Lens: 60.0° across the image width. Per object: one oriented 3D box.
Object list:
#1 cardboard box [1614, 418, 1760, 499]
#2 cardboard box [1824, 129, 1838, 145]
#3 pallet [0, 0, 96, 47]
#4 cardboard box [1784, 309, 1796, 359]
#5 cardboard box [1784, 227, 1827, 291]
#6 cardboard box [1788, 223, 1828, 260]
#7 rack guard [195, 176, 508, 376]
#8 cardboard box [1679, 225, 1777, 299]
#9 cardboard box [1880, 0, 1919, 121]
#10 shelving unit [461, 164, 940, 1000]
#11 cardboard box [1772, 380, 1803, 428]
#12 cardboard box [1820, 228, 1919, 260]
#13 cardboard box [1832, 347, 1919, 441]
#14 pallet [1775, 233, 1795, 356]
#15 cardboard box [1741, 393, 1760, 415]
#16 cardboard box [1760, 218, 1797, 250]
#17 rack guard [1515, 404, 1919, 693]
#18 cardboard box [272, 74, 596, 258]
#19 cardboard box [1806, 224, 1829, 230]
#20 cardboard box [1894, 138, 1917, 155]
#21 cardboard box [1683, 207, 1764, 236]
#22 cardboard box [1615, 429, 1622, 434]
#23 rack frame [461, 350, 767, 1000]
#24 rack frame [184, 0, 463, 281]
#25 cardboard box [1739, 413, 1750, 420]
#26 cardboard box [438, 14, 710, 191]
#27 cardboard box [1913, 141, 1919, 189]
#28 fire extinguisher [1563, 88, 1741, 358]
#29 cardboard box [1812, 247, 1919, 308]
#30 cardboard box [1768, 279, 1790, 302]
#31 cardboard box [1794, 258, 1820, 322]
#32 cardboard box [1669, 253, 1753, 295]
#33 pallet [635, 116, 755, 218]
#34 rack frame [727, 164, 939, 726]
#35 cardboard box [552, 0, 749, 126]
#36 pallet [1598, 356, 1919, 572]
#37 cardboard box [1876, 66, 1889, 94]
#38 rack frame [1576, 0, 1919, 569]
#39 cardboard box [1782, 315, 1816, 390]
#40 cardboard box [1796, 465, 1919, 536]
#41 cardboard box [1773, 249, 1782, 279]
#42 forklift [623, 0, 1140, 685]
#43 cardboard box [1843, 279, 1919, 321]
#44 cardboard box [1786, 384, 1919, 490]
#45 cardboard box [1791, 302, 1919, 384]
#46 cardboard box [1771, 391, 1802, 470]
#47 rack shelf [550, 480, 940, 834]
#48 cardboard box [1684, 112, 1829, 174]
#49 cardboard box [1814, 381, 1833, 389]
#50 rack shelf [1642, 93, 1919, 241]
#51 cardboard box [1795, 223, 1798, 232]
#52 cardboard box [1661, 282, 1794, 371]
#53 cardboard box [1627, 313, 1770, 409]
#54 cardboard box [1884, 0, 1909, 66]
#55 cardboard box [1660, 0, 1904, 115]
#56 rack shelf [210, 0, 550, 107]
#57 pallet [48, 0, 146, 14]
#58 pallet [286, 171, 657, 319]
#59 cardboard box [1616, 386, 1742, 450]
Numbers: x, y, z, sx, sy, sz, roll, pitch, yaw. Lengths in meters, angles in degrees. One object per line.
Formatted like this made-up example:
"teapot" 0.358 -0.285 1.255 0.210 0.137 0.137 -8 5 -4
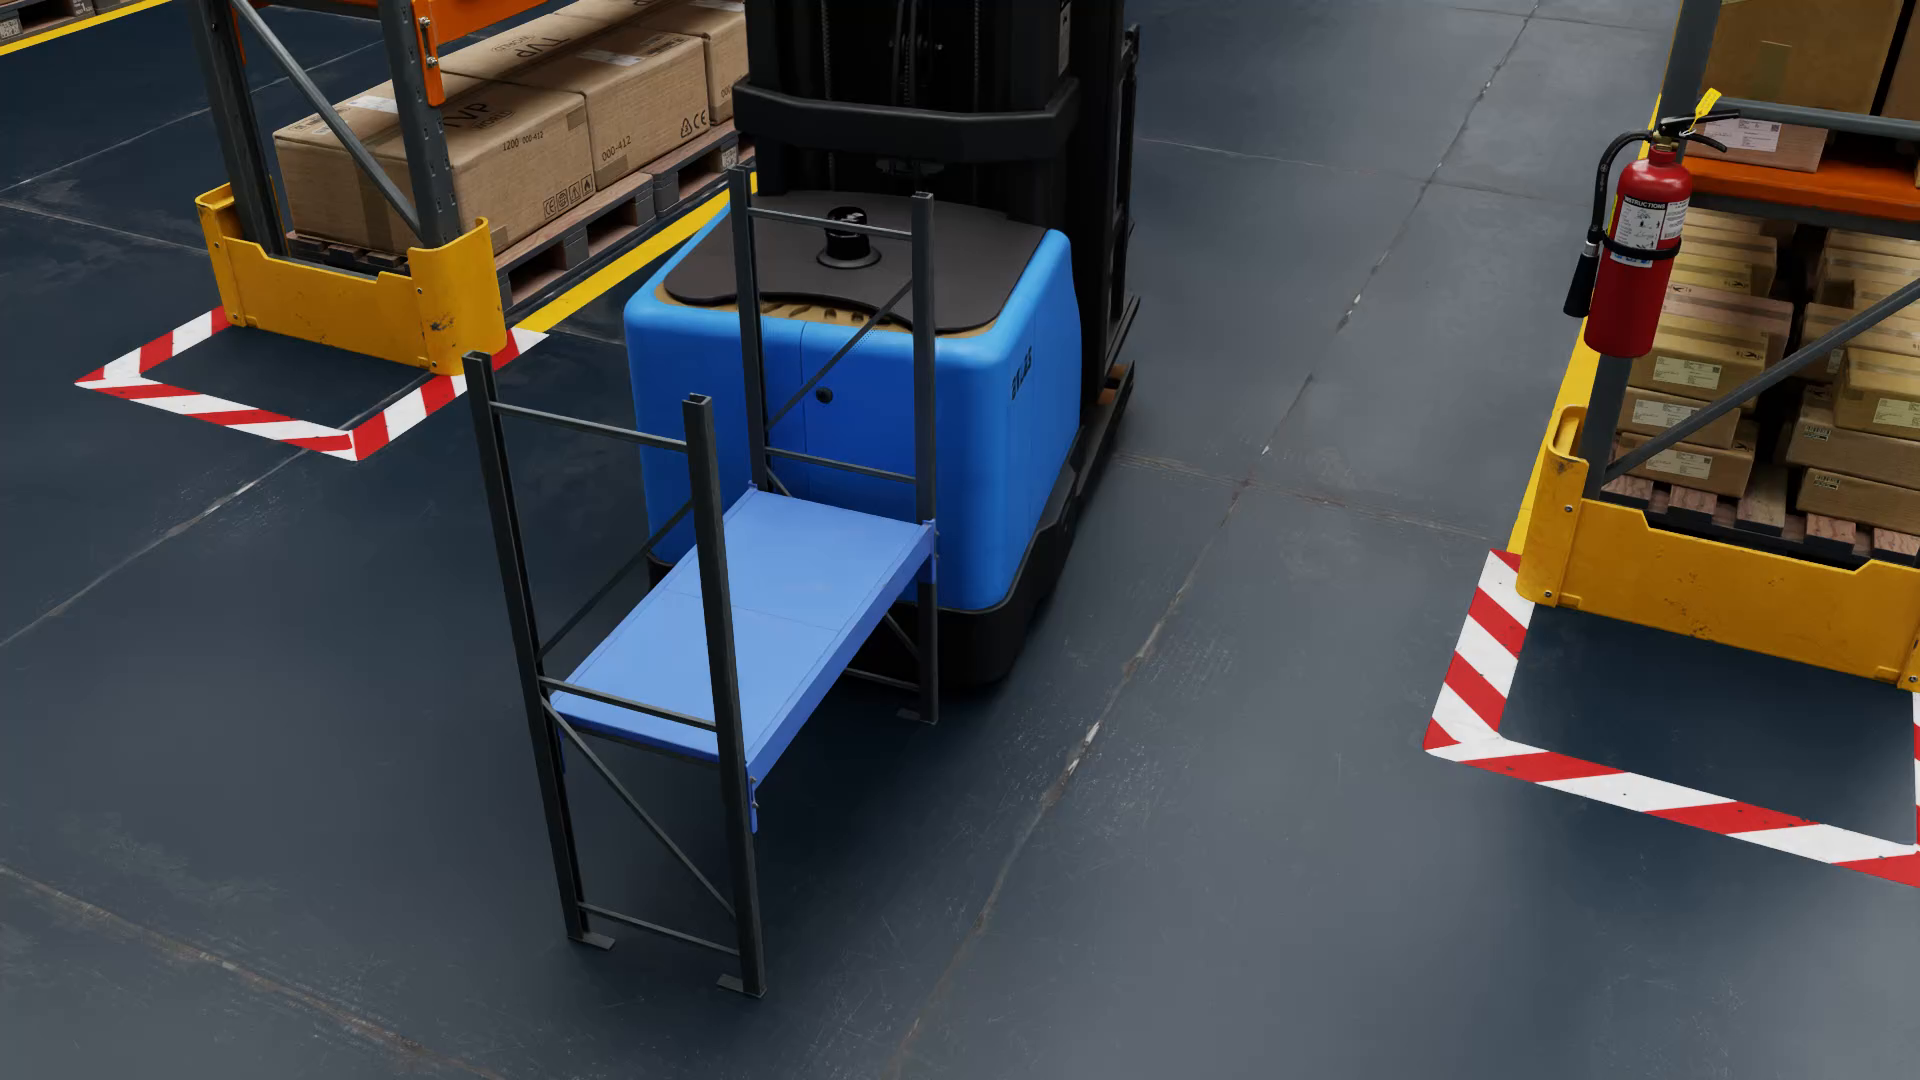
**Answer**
"cardboard box" 2.258 -0.290 5.173 0.380 0.149 0.250 15 36 21
"cardboard box" 2.245 -1.234 4.625 0.380 0.149 0.250 14 36 20
"pallet" -5.945 -3.093 9.775 1.003 0.211 1.213 14 36 20
"cardboard box" 3.097 -0.693 5.788 0.380 0.149 0.250 14 36 21
"cardboard box" 3.174 -0.973 5.945 0.380 0.149 0.250 16 37 23
"cardboard box" 3.296 -1.106 6.146 0.380 0.149 0.250 16 36 23
"rack guard" -2.321 -1.024 6.356 1.175 0.500 0.348 14 36 20
"cardboard box" 2.535 -0.935 5.615 0.380 0.149 0.250 13 35 19
"cardboard box" 2.666 -1.323 4.169 0.500 0.500 0.500 16 36 23
"shelving unit" -0.483 0.077 3.765 0.538 1.500 1.048 12 35 18
"cardboard box" 2.870 -0.442 5.405 0.380 0.149 0.250 15 36 21
"cardboard box" 3.136 -0.951 5.639 0.380 0.149 0.250 16 36 22
"cardboard box" 2.755 -0.412 4.817 0.380 0.149 0.250 13 35 18
"pallet" 3.143 -0.870 6.384 1.003 0.211 1.213 14 36 20
"cardboard box" 2.347 -0.550 5.300 0.380 0.149 0.250 13 36 19
"cardboard box" 2.808 -1.187 6.000 0.380 0.149 0.250 13 35 19
"rack guard" 2.259 0.011 4.777 1.175 0.500 0.348 14 36 20
"cardboard box" -2.126 -1.538 6.813 0.875 0.438 0.875 13 35 19
"cardboard box" 3.306 -1.219 6.048 0.380 0.149 0.250 14 36 21
"cardboard box" 2.730 -1.114 4.442 0.380 0.149 0.250 15 36 22
"cardboard box" 2.597 -1.082 5.838 0.380 0.149 0.250 16 36 22
"cardboard box" 2.274 -0.441 5.404 0.380 0.149 0.250 15 36 22
"rack frame" -0.670 0.336 3.370 0.500 1.500 0.032 12 35 18
"rack frame" -2.311 -2.082 5.689 1.000 3.000 0.127 14 36 20
"cardboard box" 2.463 -0.553 5.575 0.380 0.149 0.250 14 36 20
"cardboard box" -1.750 -1.995 7.511 0.875 0.438 0.875 15 36 22
"cardboard box" 2.661 -0.978 4.234 0.380 0.149 0.250 14 36 20
"fire extinguisher" 1.703 -0.789 4.128 0.296 0.674 0.183 14 36 20
"cardboard box" 3.012 -0.815 5.432 0.380 0.149 0.250 12 35 18
"cardboard box" 2.611 -0.802 5.683 0.380 0.149 0.250 14 36 20
"cardboard box" 3.098 -0.829 5.724 0.380 0.149 0.250 12 35 18
"cardboard box" 2.369 -0.821 5.440 0.380 0.149 0.250 13 36 19
"pallet" -1.536 -1.937 8.012 1.003 0.211 1.213 14 36 20
"rack frame" -0.296 -0.182 4.160 0.500 1.500 0.032 12 35 18
"cardboard box" -1.372 -2.444 8.195 0.875 0.438 0.875 13 35 19
"pallet" 2.631 -0.265 5.461 1.003 0.211 1.213 14 36 20
"cardboard box" 2.875 -1.396 4.873 0.380 0.149 0.250 16 36 23
"rack frame" 2.227 -0.996 4.034 1.000 3.000 0.127 14 36 20
"cardboard box" 2.868 -0.572 5.332 0.380 0.149 0.250 15 36 21
"cardboard box" 2.737 -0.167 4.987 0.380 0.149 0.250 15 36 21
"cardboard box" 2.910 -1.061 6.349 0.380 0.149 0.250 15 36 22
"forklift" -0.001 -1.635 5.070 1.130 2.935 3.031 8 34 13
"cardboard box" 2.983 -0.673 5.215 0.380 0.149 0.250 14 36 20
"cardboard box" 2.680 -0.306 4.927 0.380 0.149 0.250 16 36 22
"cardboard box" 2.761 -0.577 5.068 0.380 0.149 0.250 15 36 21
"cardboard box" 2.772 -0.317 5.214 0.380 0.149 0.250 14 36 20
"rack shelf" -0.483 0.227 3.864 0.538 0.185 1.000 12 35 18
"cardboard box" 2.107 -1.119 4.450 0.380 0.149 0.250 14 36 21
"cardboard box" 2.846 -0.430 5.116 0.380 0.149 0.250 14 36 20
"rack shelf" 3.064 -1.692 5.750 1.077 0.370 4.000 14 36 20
"cardboard box" 3.589 -1.339 6.773 0.380 0.149 0.250 13 36 19
"cardboard box" 2.376 -0.662 5.199 0.380 0.149 0.250 15 36 21
"cardboard box" 2.219 -0.550 5.028 0.380 0.149 0.250 15 36 21
"cardboard box" 2.867 -1.595 4.585 0.500 0.500 0.500 14 36 21
"cardboard box" 2.182 -1.446 4.357 0.500 0.500 0.500 15 36 21
"rack shelf" -1.474 -2.777 7.406 1.077 0.370 4.000 14 36 20
"pallet" -5.436 -3.703 10.705 1.003 0.211 1.213 14 36 20
"pallet" -2.047 -1.332 7.089 1.003 0.211 1.213 14 36 20
"cardboard box" 2.189 -0.433 5.120 0.380 0.149 0.250 13 36 19
